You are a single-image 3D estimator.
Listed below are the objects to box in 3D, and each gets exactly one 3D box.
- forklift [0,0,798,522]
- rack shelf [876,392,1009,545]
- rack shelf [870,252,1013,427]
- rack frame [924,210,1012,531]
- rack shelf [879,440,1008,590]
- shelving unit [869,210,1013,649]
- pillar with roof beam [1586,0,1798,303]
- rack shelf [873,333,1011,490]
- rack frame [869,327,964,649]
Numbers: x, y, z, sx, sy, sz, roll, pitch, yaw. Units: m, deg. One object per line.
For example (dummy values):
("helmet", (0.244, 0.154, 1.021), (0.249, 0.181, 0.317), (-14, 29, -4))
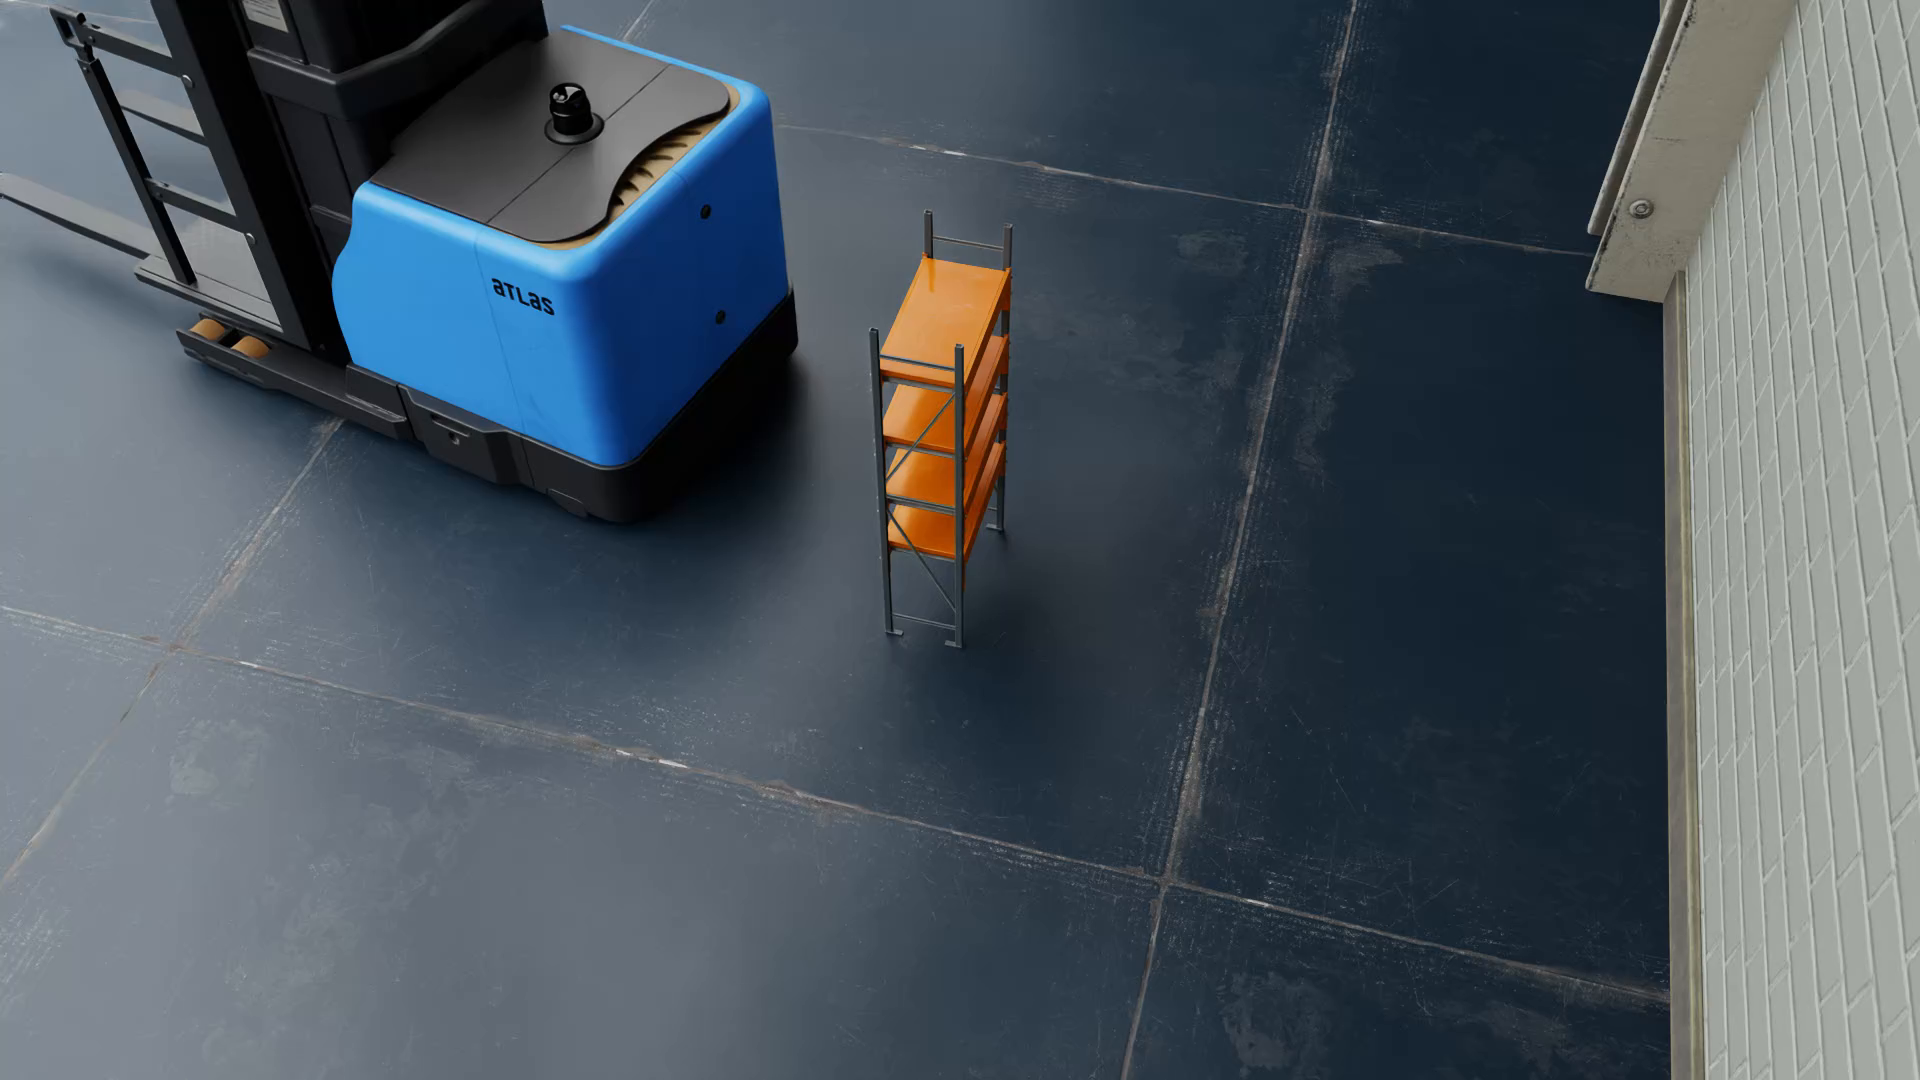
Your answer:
("forklift", (-2.105, -1.829, 4.910), (3.031, 2.935, 1.130), (22, 52, 18))
("rack shelf", (-0.044, -0.233, 4.745), (0.258, 0.148, 0.480), (12, 50, 10))
("rack shelf", (-0.044, -0.537, 4.400), (0.258, 0.148, 0.480), (12, 50, 10))
("rack frame", (0.021, -0.454, 4.850), (0.240, 1.200, 0.015), (12, 50, 10))
("rack shelf", (-0.044, -0.101, 4.894), (0.258, 0.148, 0.480), (12, 50, 10))
("shelving unit", (-0.044, -0.277, 4.694), (0.258, 1.200, 0.503), (12, 50, 10))
("pillar with roof beam", (-1.674, -4.851, 3.529), (9.100, 9.000, 0.400), (12, 50, 10))
("rack shelf", (-0.044, -0.381, 4.577), (0.258, 0.148, 0.480), (12, 50, 10))
("rack frame", (-0.108, -0.101, 4.539), (0.240, 1.200, 0.015), (12, 50, 10))
